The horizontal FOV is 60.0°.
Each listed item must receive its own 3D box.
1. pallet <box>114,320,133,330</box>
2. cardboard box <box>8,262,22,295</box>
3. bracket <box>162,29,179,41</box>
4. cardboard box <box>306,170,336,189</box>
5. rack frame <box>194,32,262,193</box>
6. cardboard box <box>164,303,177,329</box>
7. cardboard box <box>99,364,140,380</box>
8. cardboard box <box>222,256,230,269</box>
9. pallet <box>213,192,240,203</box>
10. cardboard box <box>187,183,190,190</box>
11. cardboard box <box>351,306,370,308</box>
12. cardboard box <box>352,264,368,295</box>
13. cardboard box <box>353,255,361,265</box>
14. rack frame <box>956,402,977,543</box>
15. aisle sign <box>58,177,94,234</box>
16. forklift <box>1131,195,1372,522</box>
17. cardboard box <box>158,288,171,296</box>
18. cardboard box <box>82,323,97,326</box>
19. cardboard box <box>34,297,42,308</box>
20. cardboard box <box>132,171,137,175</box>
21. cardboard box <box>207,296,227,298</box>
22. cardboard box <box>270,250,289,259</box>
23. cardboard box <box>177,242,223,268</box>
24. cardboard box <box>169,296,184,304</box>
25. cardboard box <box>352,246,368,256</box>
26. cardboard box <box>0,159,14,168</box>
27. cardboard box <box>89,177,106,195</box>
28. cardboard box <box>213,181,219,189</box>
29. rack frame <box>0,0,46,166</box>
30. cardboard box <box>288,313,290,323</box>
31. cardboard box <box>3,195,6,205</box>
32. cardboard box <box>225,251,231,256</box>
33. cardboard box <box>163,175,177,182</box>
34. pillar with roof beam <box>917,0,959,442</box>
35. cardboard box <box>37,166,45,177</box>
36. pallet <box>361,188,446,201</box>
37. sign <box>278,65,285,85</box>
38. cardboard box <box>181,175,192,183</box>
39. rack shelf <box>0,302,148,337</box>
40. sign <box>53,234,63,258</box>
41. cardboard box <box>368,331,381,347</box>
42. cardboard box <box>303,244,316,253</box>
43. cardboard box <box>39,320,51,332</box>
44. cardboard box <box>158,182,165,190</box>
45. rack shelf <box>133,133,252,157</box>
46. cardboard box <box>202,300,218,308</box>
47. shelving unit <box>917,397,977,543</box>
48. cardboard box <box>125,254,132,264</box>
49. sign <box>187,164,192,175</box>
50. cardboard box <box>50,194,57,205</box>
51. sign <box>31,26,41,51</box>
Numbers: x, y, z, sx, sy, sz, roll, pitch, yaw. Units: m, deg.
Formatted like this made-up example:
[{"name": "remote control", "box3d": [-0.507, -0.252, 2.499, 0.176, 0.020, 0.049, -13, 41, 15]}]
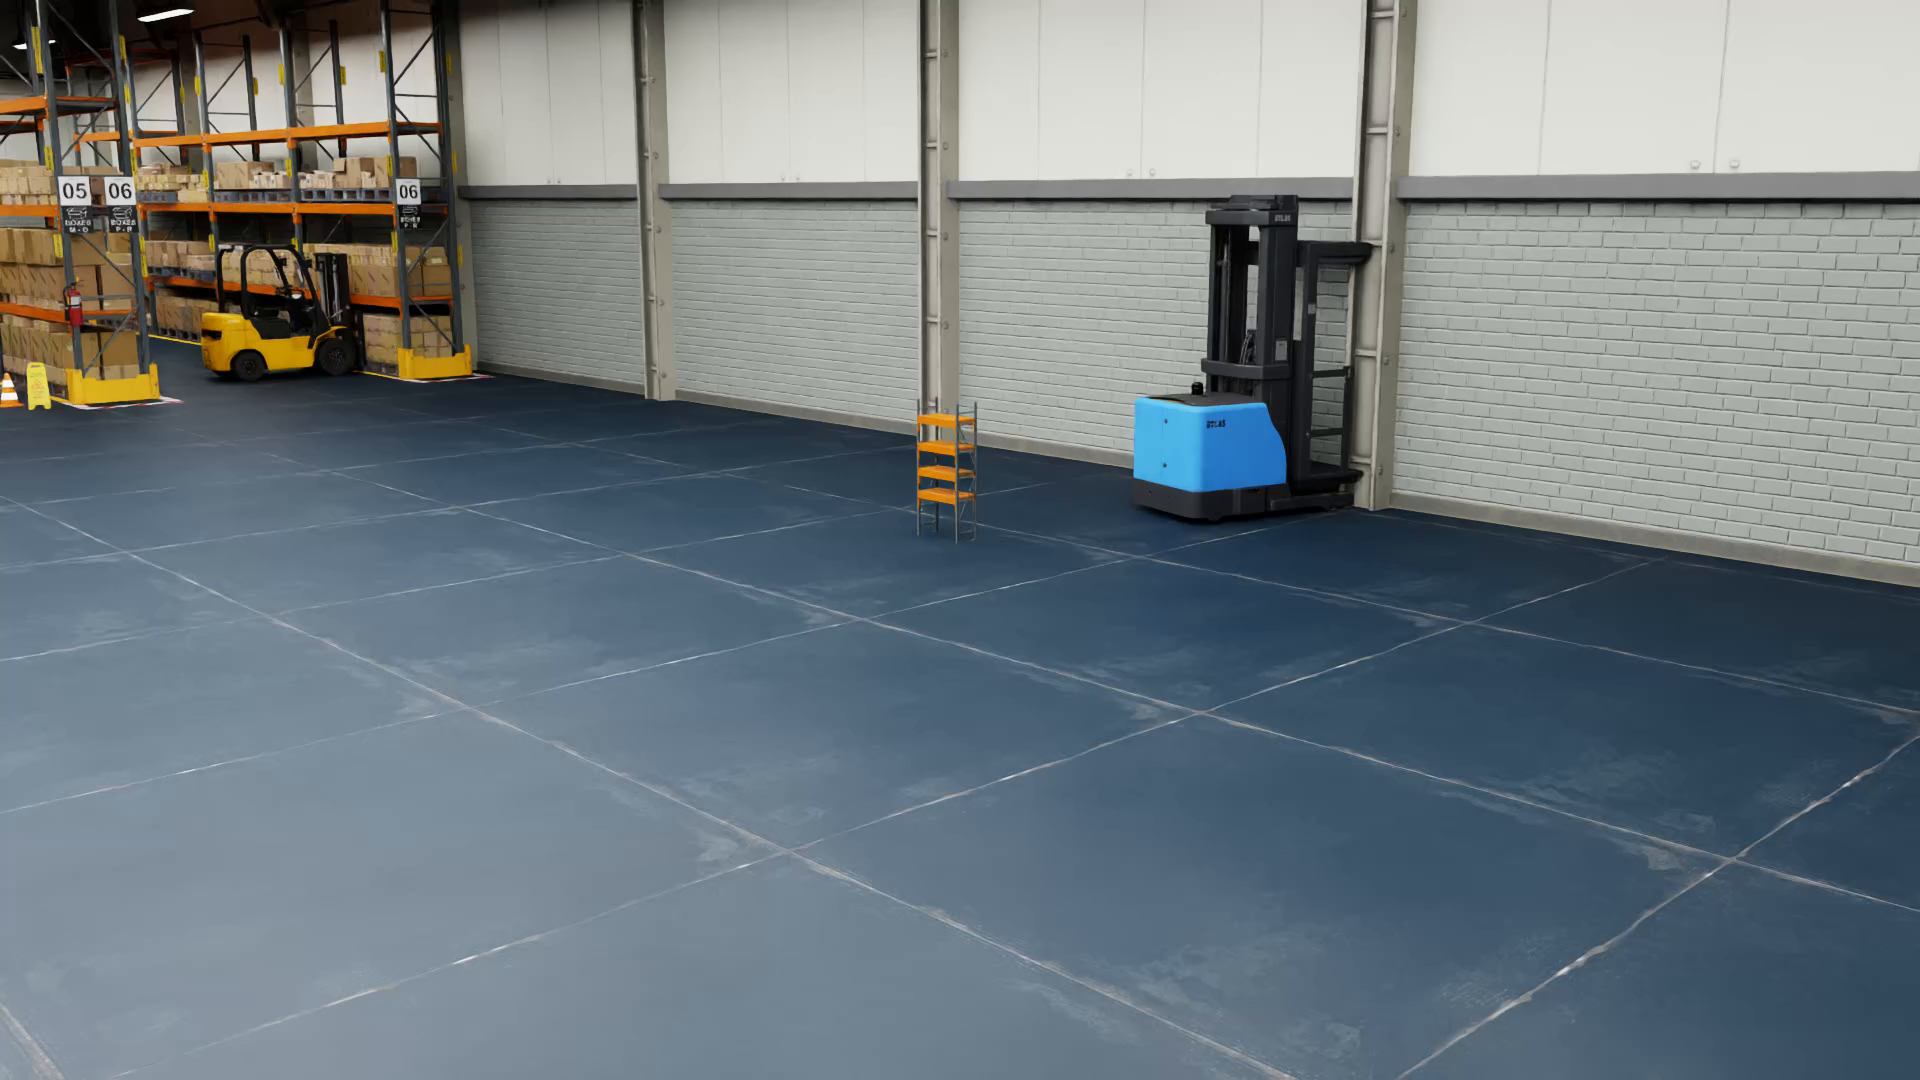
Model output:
[{"name": "pallet", "box3d": [-18.322, -4.856, 37.458, 1.003, 0.211, 1.213, -11, 16, -43]}, {"name": "cardboard box", "box3d": [-14.261, -4.030, 25.554, 0.500, 0.500, 0.500, -11, 16, -43]}, {"name": "bracket", "box3d": [-16.801, -10.762, 35.425, 0.235, 0.232, 0.430, -11, 16, -43]}, {"name": "cardboard box", "box3d": [-11.079, -6.300, 29.058, 0.500, 0.311, 0.500, -10, 16, -41]}, {"name": "rack frame", "box3d": [-14.239, -8.298, 32.386, 1.000, 3.000, 0.127, -11, 16, -43]}, {"name": "cardboard box", "box3d": [-16.455, -4.746, 35.170, 0.500, 0.500, 0.500, -11, 16, -43]}, {"name": "cardboard box", "box3d": [-12.659, -2.515, 24.958, 0.500, 0.250, 0.500, -11, 16, -43]}, {"name": "cardboard box", "box3d": [-14.128, -5.429, 32.460, 0.500, 0.250, 0.500, -11, 16, -43]}, {"name": "pallet", "box3d": [-13.706, -6.650, 32.288, 1.213, 0.211, 1.003, -10, 15, -40]}, {"name": "cardboard box", "box3d": [-15.325, -7.125, 33.509, 0.380, 0.149, 0.250, -11, 16, -42]}, {"name": "cardboard box", "box3d": [-10.997, -4.080, 30.075, 0.500, 0.250, 0.500, -10, 16, -41]}, {"name": "cardboard box", "box3d": [-9.950, -4.428, 28.222, 0.500, 0.500, 0.500, -11, 16, -44]}, {"name": "cardboard box", "box3d": [-10.060, -4.754, 28.197, 0.380, 0.149, 0.250, -11, 16, -42]}, {"name": "rack frame", "box3d": [0.054, -0.576, 14.235, 0.240, 1.200, 0.015, -11, 16, -43]}, {"name": "aisle sign", "box3d": [-12.469, -4.724, 23.462, 0.394, 0.787, 0.004, -11, 16, -43]}, {"name": "forklift", "box3d": [3.169, -1.793, 15.850, 3.031, 2.935, 1.130, -6, 13, -29]}, {"name": "cardboard box", "box3d": [-16.902, -5.307, 35.546, 0.380, 0.149, 0.250, -11, 16, -44]}, {"name": "cardboard box", "box3d": [-13.756, -3.112, 26.000, 0.500, 0.500, 0.500, -10, 15, -40]}, {"name": "cardboard box", "box3d": [-13.649, -3.578, 24.969, 0.380, 0.149, 0.250, -11, 16, -43]}, {"name": "cardboard box", "box3d": [-17.524, -7.770, 35.652, 0.500, 0.250, 0.500, -11, 16, -42]}, {"name": "cardboard box", "box3d": [-15.614, -5.046, 35.016, 0.380, 0.149, 0.250, -11, 16, -42]}, {"name": "cardboard box", "box3d": [-12.473, -5.259, 30.651, 0.250, 0.149, 0.380, 11, 16, 43]}, {"name": "cardboard box", "box3d": [-15.500, -5.828, 33.970, 0.637, 0.503, 0.797, 11, 16, 44]}, {"name": "cardboard box", "box3d": [-16.514, -5.087, 35.218, 0.250, 0.149, 0.380, 11, 16, 42]}, {"name": "cardboard box", "box3d": [-10.068, -4.900, 28.167, 0.380, 0.149, 0.250, -10, 16, -41]}, {"name": "cardboard box", "box3d": [-15.557, -5.997, 26.742, 0.500, 0.250, 0.500, -10, 16, -41]}, {"name": "cardboard box", "box3d": [-12.457, -5.152, 24.184, 0.500, 0.250, 0.500, -11, 16, -44]}, {"name": "cardboard box", "box3d": [-14.218, -6.876, 32.208, 0.380, 0.166, 0.250, -11, 16, -43]}, {"name": "rack frame", "box3d": [-15.064, -7.022, 26.193, 1.000, 3.000, 0.127, -11, 16, -43]}, {"name": "cardboard box", "box3d": [-11.845, -3.893, 30.717, 0.875, 0.625, 0.625, -10, 15, -40]}, {"name": "cardboard box", "box3d": [-14.491, -5.241, 25.606, 0.380, 0.149, 0.250, -10, 15, -41]}, {"name": "cardboard box", "box3d": [-14.047, -5.600, 32.303, 0.380, 0.149, 0.250, -10, 16, -41]}, {"name": "cardboard box", "box3d": [-16.007, -7.368, 33.906, 0.380, 0.149, 0.250, -11, 16, -42]}, {"name": "pillar with roof beam", "box3d": [-3.370, -5.006, 16.410, 9.100, 9.000, 0.400, -11, 16, -43]}, {"name": "cardboard box", "box3d": [-13.089, -5.322, 24.024, 0.380, 0.149, 0.250, -11, 16, -43]}, {"name": "pallet", "box3d": [-9.184, -5.725, 27.549, 1.003, 0.211, 1.213, -11, 16, -43]}, {"name": "sign", "box3d": [-11.861, -8.133, 29.075, 0.100, 0.325, 0.005, -11, 16, -43]}, {"name": "cardboard box", "box3d": [-15.411, -7.258, 33.419, 0.380, 0.149, 0.250, -11, 16, -44]}, {"name": "rack shelf", "box3d": [-13.683, -3.439, 25.454, 1.077, 0.370, 4.000, -11, 16, -43]}, {"name": "sign", "box3d": [-12.717, -4.147, 23.455, 0.100, 0.325, 0.005, -11, 16, -43]}, {"name": "cardboard box", "box3d": [-9.615, -3.398, 28.005, 0.500, 0.250, 0.500, -11, 16, -43]}, {"name": "cardboard box", "box3d": [-11.471, -5.200, 29.626, 0.380, 0.149, 0.250, -10, 16, -41]}, {"name": "cardboard box", "box3d": [-13.517, -3.206, 24.845, 0.380, 0.149, 0.250, -11, 16, -42]}, {"name": "cardboard box", "box3d": [-16.207, -7.258, 34.107, 0.380, 0.149, 0.250, -10, 16, -41]}, {"name": "rack shelf", "box3d": [-15.620, -8.041, 33.916, 1.077, 0.370, 4.000, -11, 16, -43]}, {"name": "cardboard box", "box3d": [-15.124, -4.775, 33.703, 0.250, 0.149, 0.380, 11, 16, 43]}, {"name": "shelving unit", "box3d": [-0.114, -0.612, 14.408, 0.258, 1.200, 0.503, -11, 16, -43]}, {"name": "cardboard box", "box3d": [-17.886, -6.127, 36.351, 0.500, 0.250, 0.500, -11, 16, -42]}, {"name": "sign", "box3d": [-16.603, -7.936, 35.808, 0.100, 0.325, 0.005, -11, 16, -43]}, {"name": "cardboard box", "box3d": [-12.751, -4.859, 23.751, 0.380, 0.149, 0.250, -11, 16, -42]}, {"name": "sign", "box3d": [-12.717, -6.899, 22.888, 0.100, 0.325, 0.005, -11, 16, -43]}]
